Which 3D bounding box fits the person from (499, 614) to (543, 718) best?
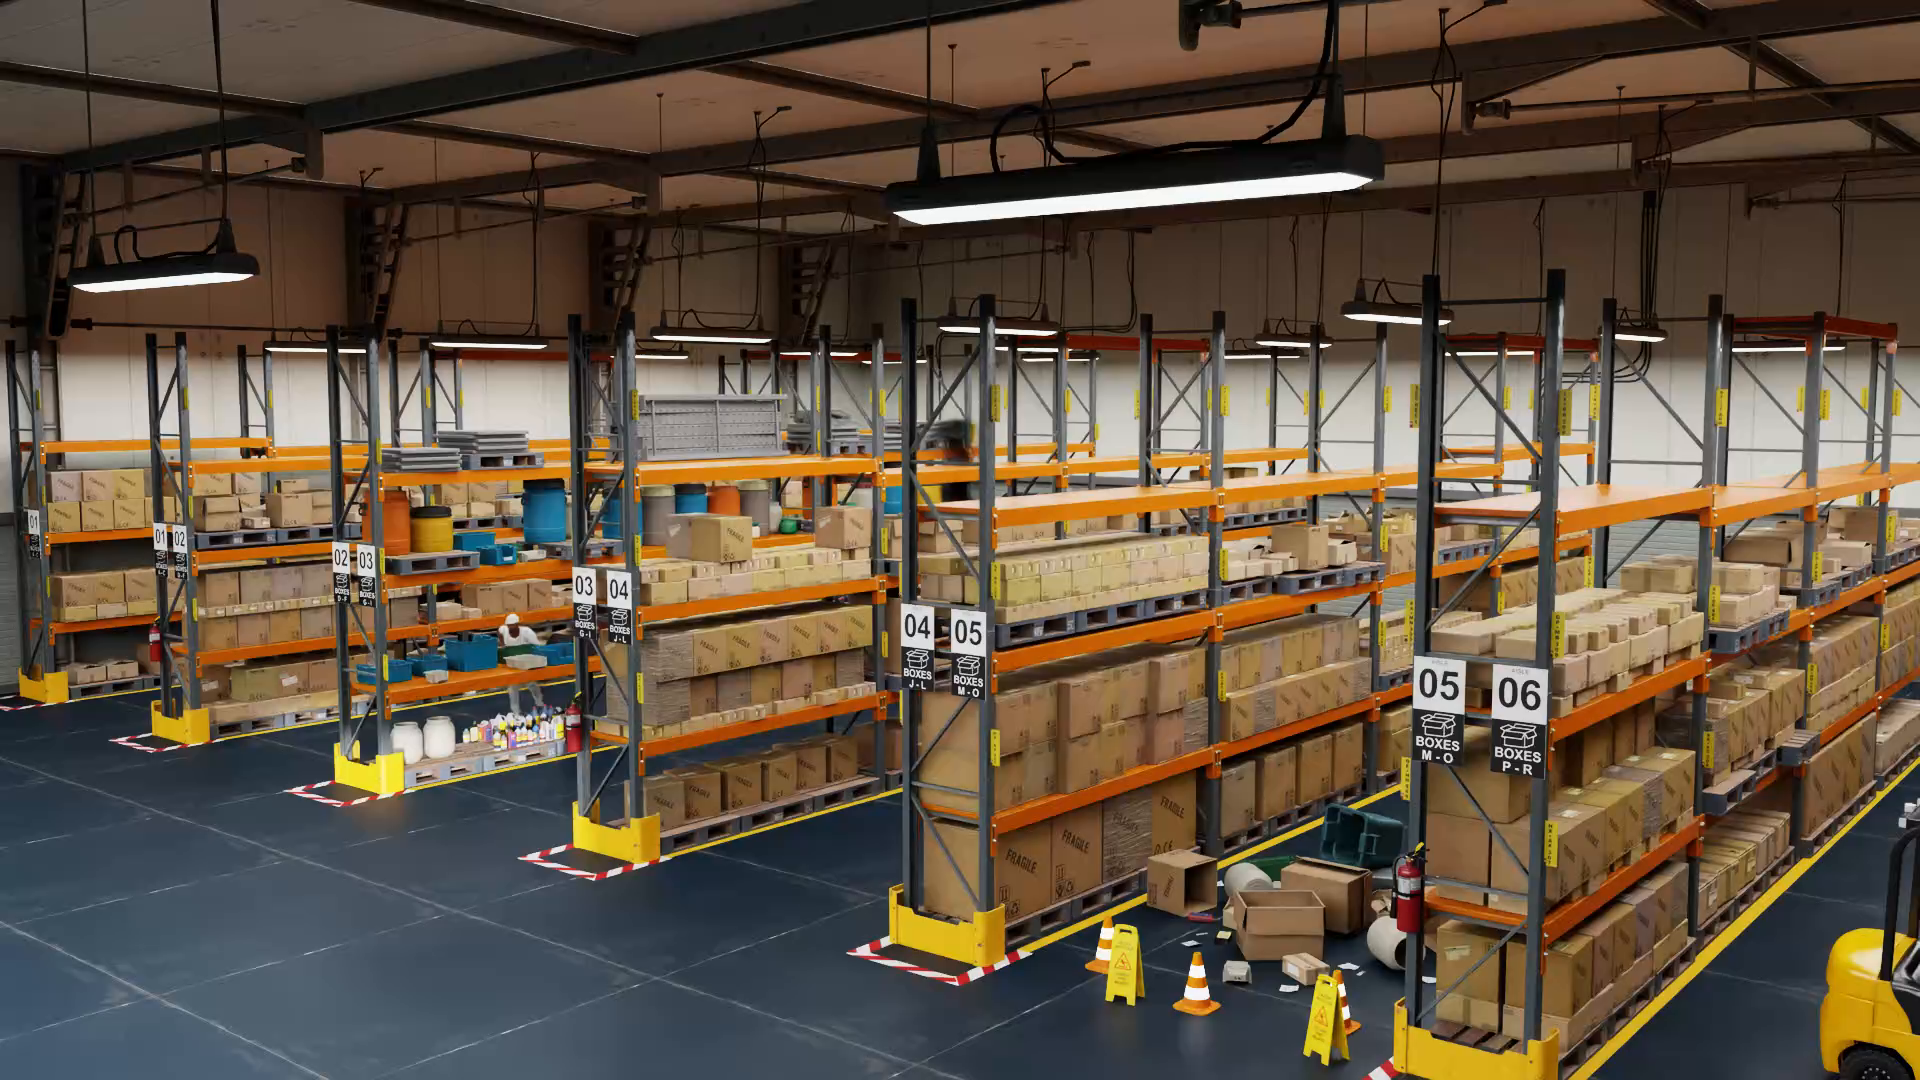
[{"bbox_3d":[-6.953,1.982,26.440,0.754,1.721,1.035,1,5,14],"label":"person"}]
